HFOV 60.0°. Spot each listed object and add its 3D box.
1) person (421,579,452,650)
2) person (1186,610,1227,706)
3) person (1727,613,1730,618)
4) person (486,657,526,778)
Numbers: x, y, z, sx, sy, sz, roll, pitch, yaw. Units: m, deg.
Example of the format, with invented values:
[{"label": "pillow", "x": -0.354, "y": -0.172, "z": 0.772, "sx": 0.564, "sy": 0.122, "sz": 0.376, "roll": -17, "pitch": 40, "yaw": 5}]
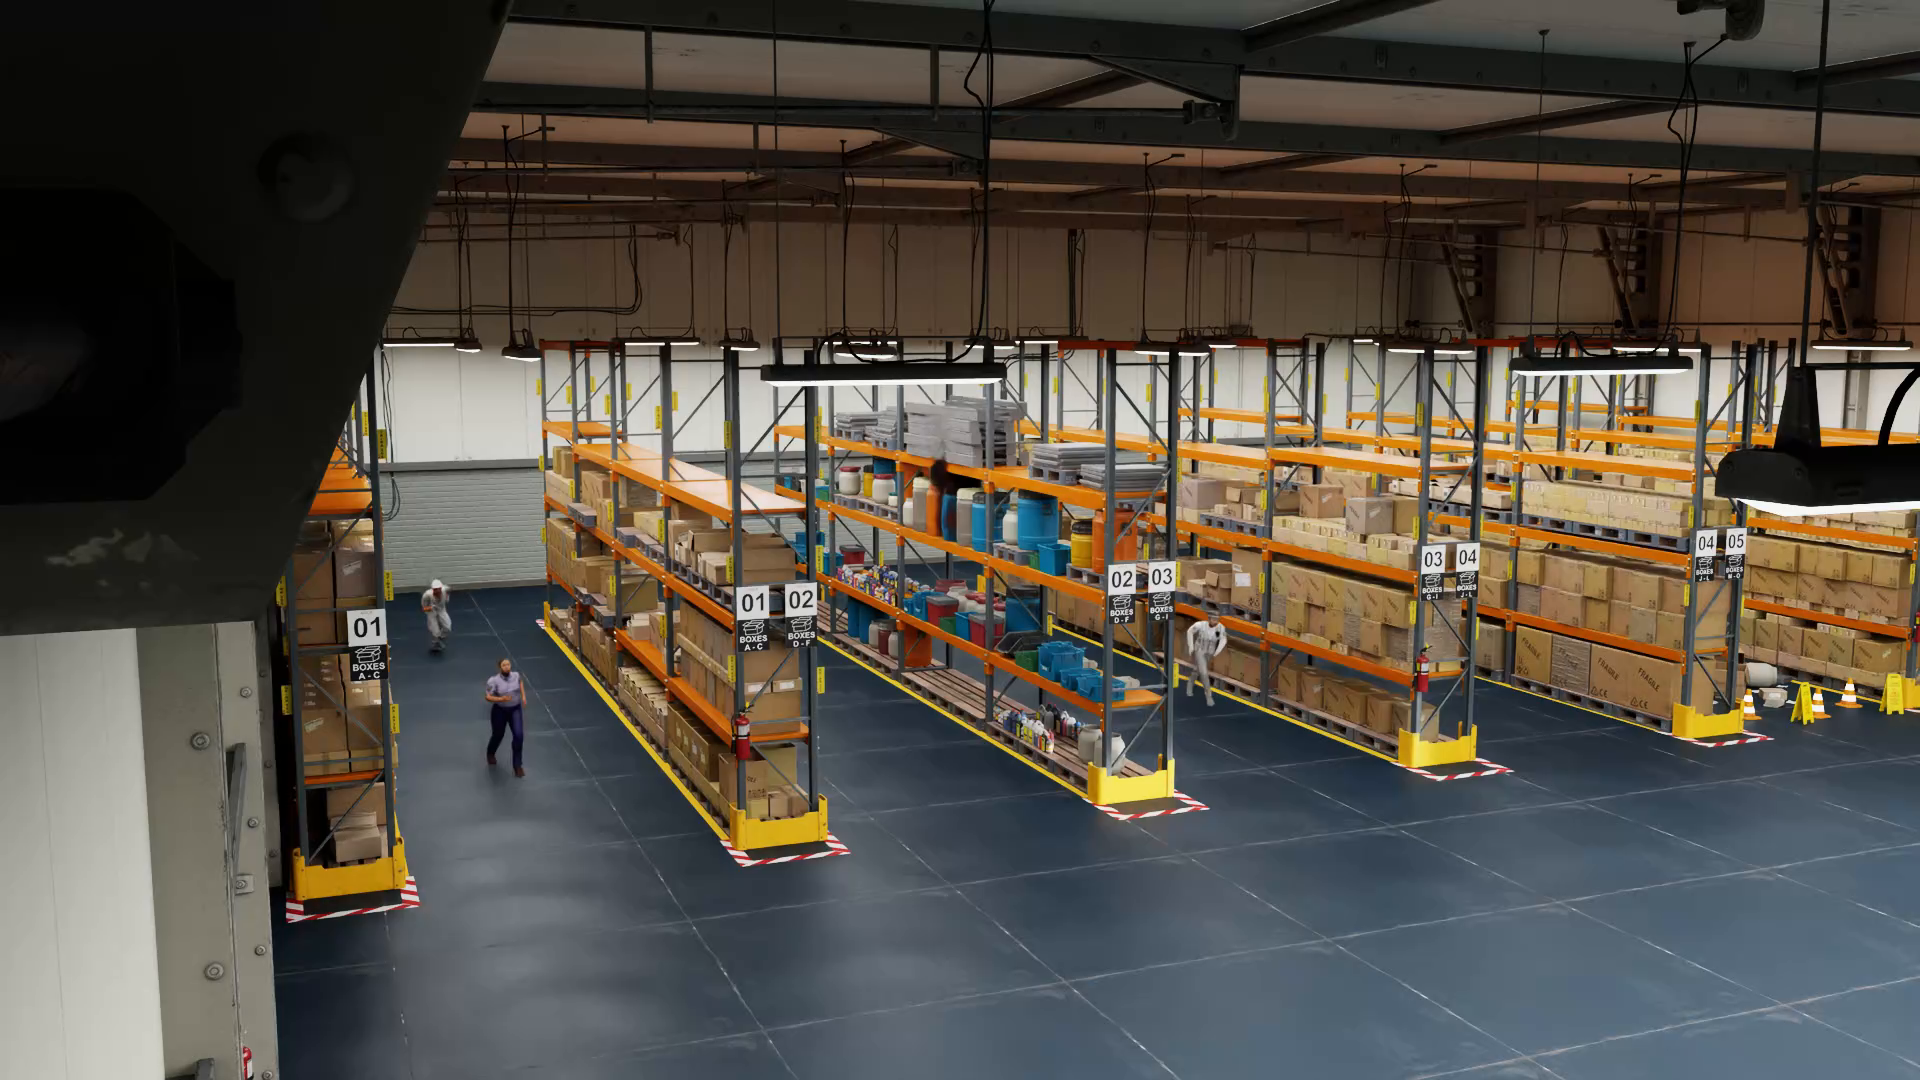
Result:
[{"label": "person", "x": -10.012, "y": 1.438, "z": 31.896, "sx": 0.700, "sy": 1.484, "sz": 0.978, "roll": -5, "pitch": 9, "yaw": -36}, {"label": "person", "x": 3.941, "y": 1.838, "z": 26.838, "sx": 0.605, "sy": 1.551, "sz": 0.973, "roll": -2, "pitch": 8, "yaw": -13}, {"label": "person", "x": 16.027, "y": 0.849, "z": 35.402, "sx": 0.659, "sy": 1.750, "sz": 0.926, "roll": -4, "pitch": 9, "yaw": -31}, {"label": "person", "x": -6.432, "y": 2.472, "z": 23.530, "sx": 0.592, "sy": 1.689, "sz": 0.902, "roll": -4, "pitch": 8, "yaw": -29}]
